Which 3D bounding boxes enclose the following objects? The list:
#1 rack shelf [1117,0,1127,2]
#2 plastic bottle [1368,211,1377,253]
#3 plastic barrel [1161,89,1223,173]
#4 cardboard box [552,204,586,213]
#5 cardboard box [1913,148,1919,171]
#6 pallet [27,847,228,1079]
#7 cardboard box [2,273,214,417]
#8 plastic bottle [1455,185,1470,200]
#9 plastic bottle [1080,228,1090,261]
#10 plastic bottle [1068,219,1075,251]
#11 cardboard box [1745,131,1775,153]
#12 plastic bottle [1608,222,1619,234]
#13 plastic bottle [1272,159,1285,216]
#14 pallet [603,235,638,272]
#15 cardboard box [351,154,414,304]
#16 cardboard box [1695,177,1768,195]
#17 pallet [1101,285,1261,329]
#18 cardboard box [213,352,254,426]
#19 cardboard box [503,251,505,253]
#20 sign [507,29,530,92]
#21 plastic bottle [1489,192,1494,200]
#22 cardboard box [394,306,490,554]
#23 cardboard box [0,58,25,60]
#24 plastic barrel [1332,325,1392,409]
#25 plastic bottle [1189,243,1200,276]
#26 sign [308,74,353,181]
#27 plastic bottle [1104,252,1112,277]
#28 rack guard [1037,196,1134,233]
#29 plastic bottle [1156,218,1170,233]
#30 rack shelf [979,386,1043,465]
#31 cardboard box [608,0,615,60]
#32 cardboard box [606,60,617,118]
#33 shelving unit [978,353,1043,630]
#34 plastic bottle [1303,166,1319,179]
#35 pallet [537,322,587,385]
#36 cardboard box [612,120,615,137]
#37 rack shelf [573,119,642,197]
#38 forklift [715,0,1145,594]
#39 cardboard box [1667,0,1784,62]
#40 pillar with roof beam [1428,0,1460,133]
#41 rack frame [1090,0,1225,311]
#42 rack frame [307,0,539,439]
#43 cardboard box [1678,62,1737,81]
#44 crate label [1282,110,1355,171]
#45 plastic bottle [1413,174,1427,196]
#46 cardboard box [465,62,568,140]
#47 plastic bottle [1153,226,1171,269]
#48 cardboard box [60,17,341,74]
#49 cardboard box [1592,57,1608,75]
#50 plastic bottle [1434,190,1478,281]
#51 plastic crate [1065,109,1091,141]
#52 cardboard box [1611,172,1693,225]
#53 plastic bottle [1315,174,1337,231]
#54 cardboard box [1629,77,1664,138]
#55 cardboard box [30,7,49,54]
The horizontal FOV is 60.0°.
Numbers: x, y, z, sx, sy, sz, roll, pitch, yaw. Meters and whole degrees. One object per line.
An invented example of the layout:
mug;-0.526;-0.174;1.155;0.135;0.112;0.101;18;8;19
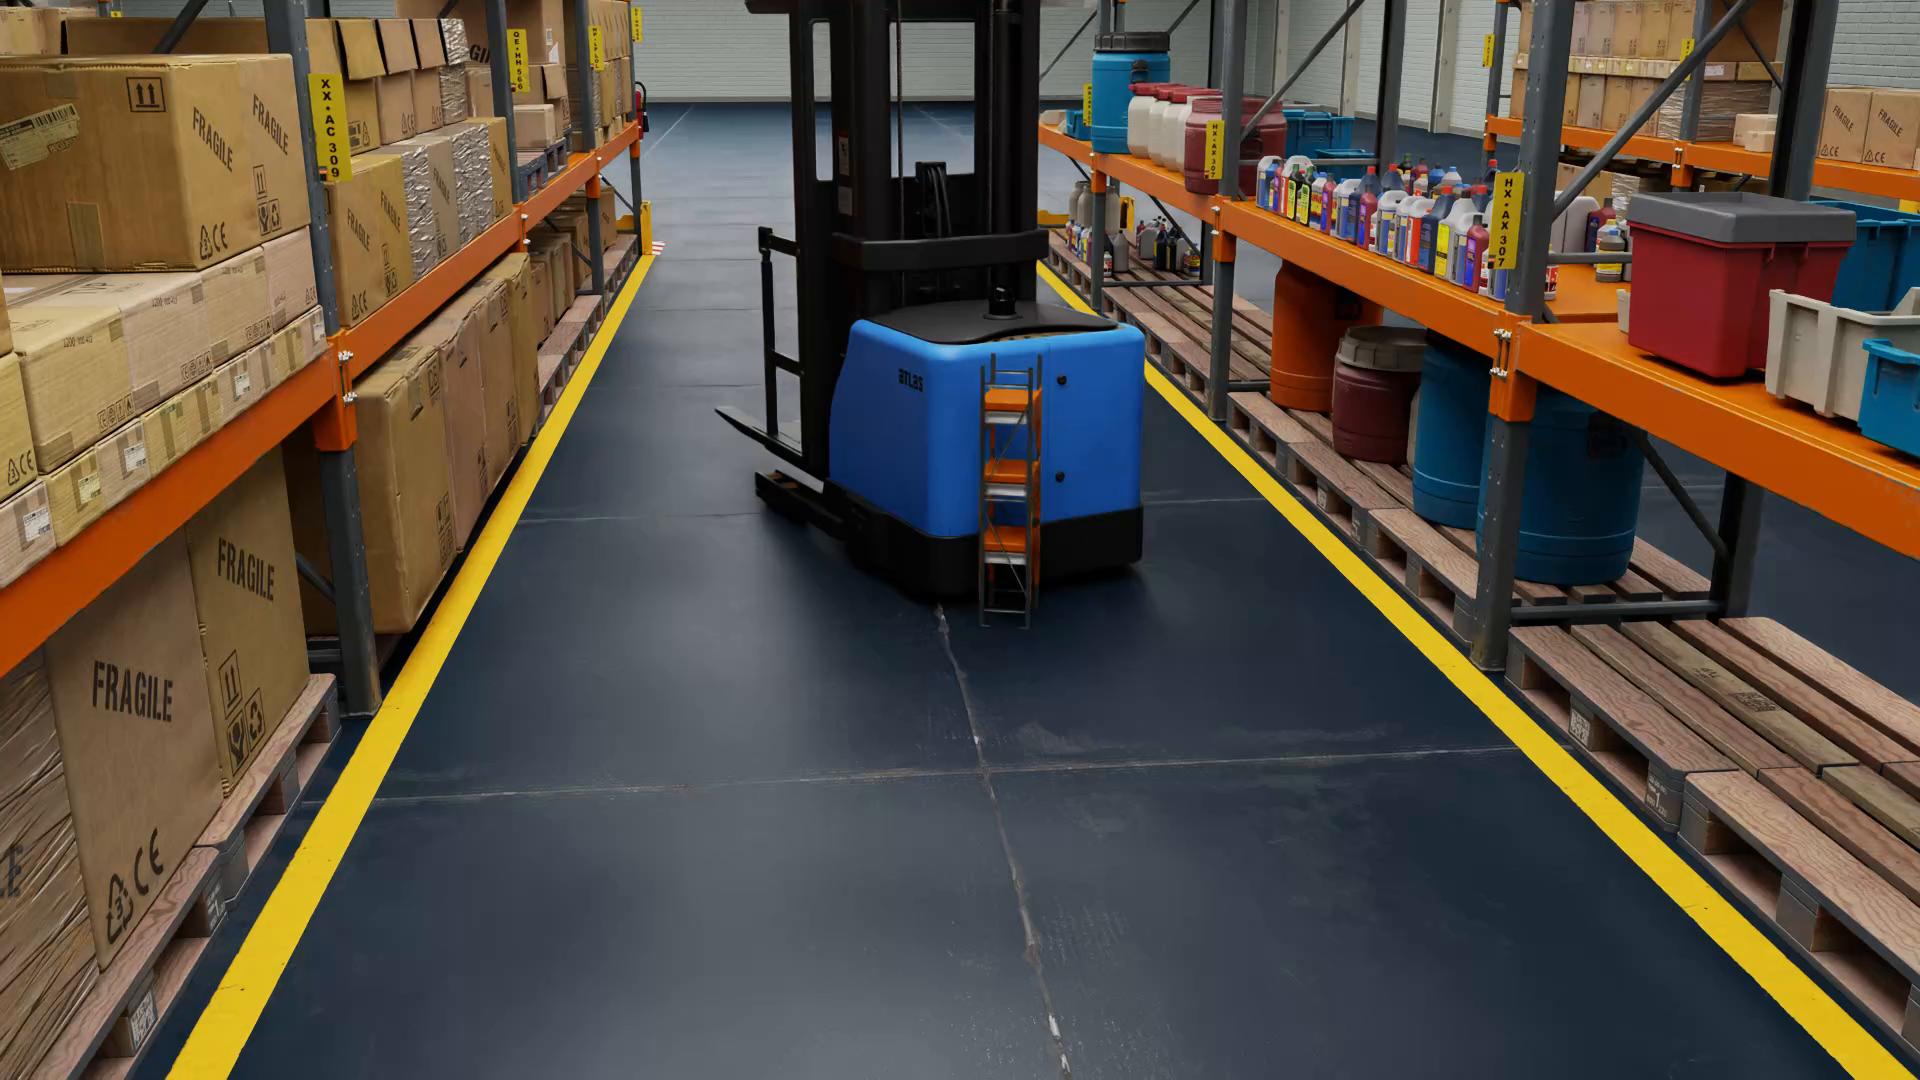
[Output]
rack shelf;1.377;-5.040;14.916;1.077;0.370;4.000;-2;18;-6
plastic bottle;1.880;-1.387;7.420;0.097;0.201;0.097;0;17;0
plastic barrel;1.584;-2.782;11.303;0.433;0.535;0.433;0;17;0
cardboard box;-3.553;-2.684;14.691;0.500;0.500;0.500;-3;18;-11
cardboard box;6.736;-2.575;11.289;0.380;0.149;0.250;0;17;-2
pallet;-2.388;1.104;3.808;1.003;0.211;1.213;-2;18;-6
cardboard box;-2.103;-0.460;3.889;0.500;0.250;0.500;-1;17;-5
plastic bottle;2.540;-1.685;8.367;0.097;0.201;0.097;0;17;0
plastic bottle;1.164;-2.651;14.927;0.152;0.276;0.135;-1;17;-5
plastic bottle;1.053;-2.844;15.528;0.061;0.283;0.133;-1;17;-5
cardboard box;6.399;-3.118;13.020;0.380;0.149;0.250;-2;18;-6
plastic bottle;2.707;-1.201;6.826;0.097;0.201;0.097;0;17;0
plastic bottle;1.708;-1.870;8.822;0.061;0.283;0.133;-2;18;-6
pallet;-3.699;-2.799;16.239;1.003;0.211;1.213;-2;18;-6
cardboard box;-2.369;-1.162;6.203;0.500;0.500;0.500;-2;18;-6
cardboard box;6.774;-2.902;14.551;0.500;0.500;0.500;-2;18;-6
pallet;1.703;-1.793;13.036;1.003;0.211;1.213;-2;18;-6
cardboard box;-2.081;-0.389;4.328;0.380;0.149;0.250;-1;17;-5
cardboard box;-3.094;-1.743;10.407;0.500;0.250;0.500;0;17;1
sign;-2.379;-2.582;8.960;0.100;0.325;0.005;-2;18;-6
plastic bottle;2.472;-1.495;7.645;0.097;0.271;0.097;0;17;0
cardboard box;-2.697;-0.462;6.989;1.225;0.875;0.875;-2;18;-8
cardboard box;-2.680;-0.950;4.198;0.500;0.500;0.500;-2;18;-6
plastic barrel;2.211;-0.867;8.883;0.421;0.512;0.421;0;17;0
plastic bottle;1.987;-2.373;14.048;0.097;0.271;0.097;0;17;0
sign;-1.966;-1.288;5.194;0.100;0.325;0.005;-2;18;-6
plastic bottle;1.236;-2.329;14.026;0.097;0.201;0.097;0;17;0
rack guard;1.226;-3.334;17.462;1.175;0.500;0.348;-2;18;-6
plastic bottle;1.850;-2.738;15.080;0.144;0.351;0.185;-2;18;-6
rack shelf;0.199;-0.449;6.444;0.215;0.259;0.240;3;18;10
cardboard box;-3.303;-4.458;14.537;0.500;0.500;0.500;-2;18;-6
cardboard box;-3.507;-3.975;14.667;0.875;0.500;0.500;-2;18;-6
shelving unit;0.199;-0.189;6.526;0.215;1.050;0.252;3;18;10
plastic bottle;1.812;-1.793;8.594;0.097;0.271;0.097;0;17;0
pallet;-3.132;-1.276;11.390;1.003;0.211;1.213;-2;18;-6
cardboard box;-3.234;-3.603;14.565;0.380;0.149;0.250;-2;18;-6
rack shelf;-3.549;-3.456;14.878;1.077;0.370;4.000;-2;18;-6
forklift;-0.354;-1.572;7.790;1.130;2.935;3.031;-9;20;-27
cardboard box;6.459;-4.307;14.054;0.700;0.500;0.500;-2;18;-5
pillar with roof beam;5.819;-12.764;33.311;9.100;9.000;0.400;-2;18;-6
rack frame;1.584;-3.356;13.359;1.000;3.000;0.127;-2;18;-6
rack frame;-2.930;-2.011;9.076;1.000;3.000;0.127;-2;18;-6
cardboard box;6.270;-3.940;13.968;0.380;0.149;0.250;-2;18;-6
crate label;2.163;-2.486;10.527;0.502;0.435;0.616;-2;18;-6
plastic bottle;2.480;-1.859;8.921;0.097;0.201;0.097;0;17;0
cardboard box;-3.072;-2.939;11.157;0.797;0.503;0.637;0;17;0
plastic bottle;1.770;-2.551;14.483;0.144;0.351;0.185;-2;18;-6
cardboard box;-2.592;-1.536;5.720;0.797;0.503;0.637;-2;18;-7
cardboard box;6.110;-4.397;15.425;0.380;0.149;0.250;-1;17;-4
plastic bottle;1.988;-1.213;6.615;0.144;0.351;0.185;-2;18;-6
plastic crate;1.199;-3.606;14.405;0.499;0.251;0.616;-2;18;-6
cardboard box;6.206;-3.035;14.974;0.500;0.500;0.500;-2;18;-6
plastic bottle;1.799;-1.653;8.150;0.097;0.271;0.097;0;17;0
cardboard box;6.398;-3.845;14.749;0.700;0.500;0.500;-2;18;-6
cardboard box;-8.629;-4.415;14.678;0.875;0.550;0.550;-2;18;-6
